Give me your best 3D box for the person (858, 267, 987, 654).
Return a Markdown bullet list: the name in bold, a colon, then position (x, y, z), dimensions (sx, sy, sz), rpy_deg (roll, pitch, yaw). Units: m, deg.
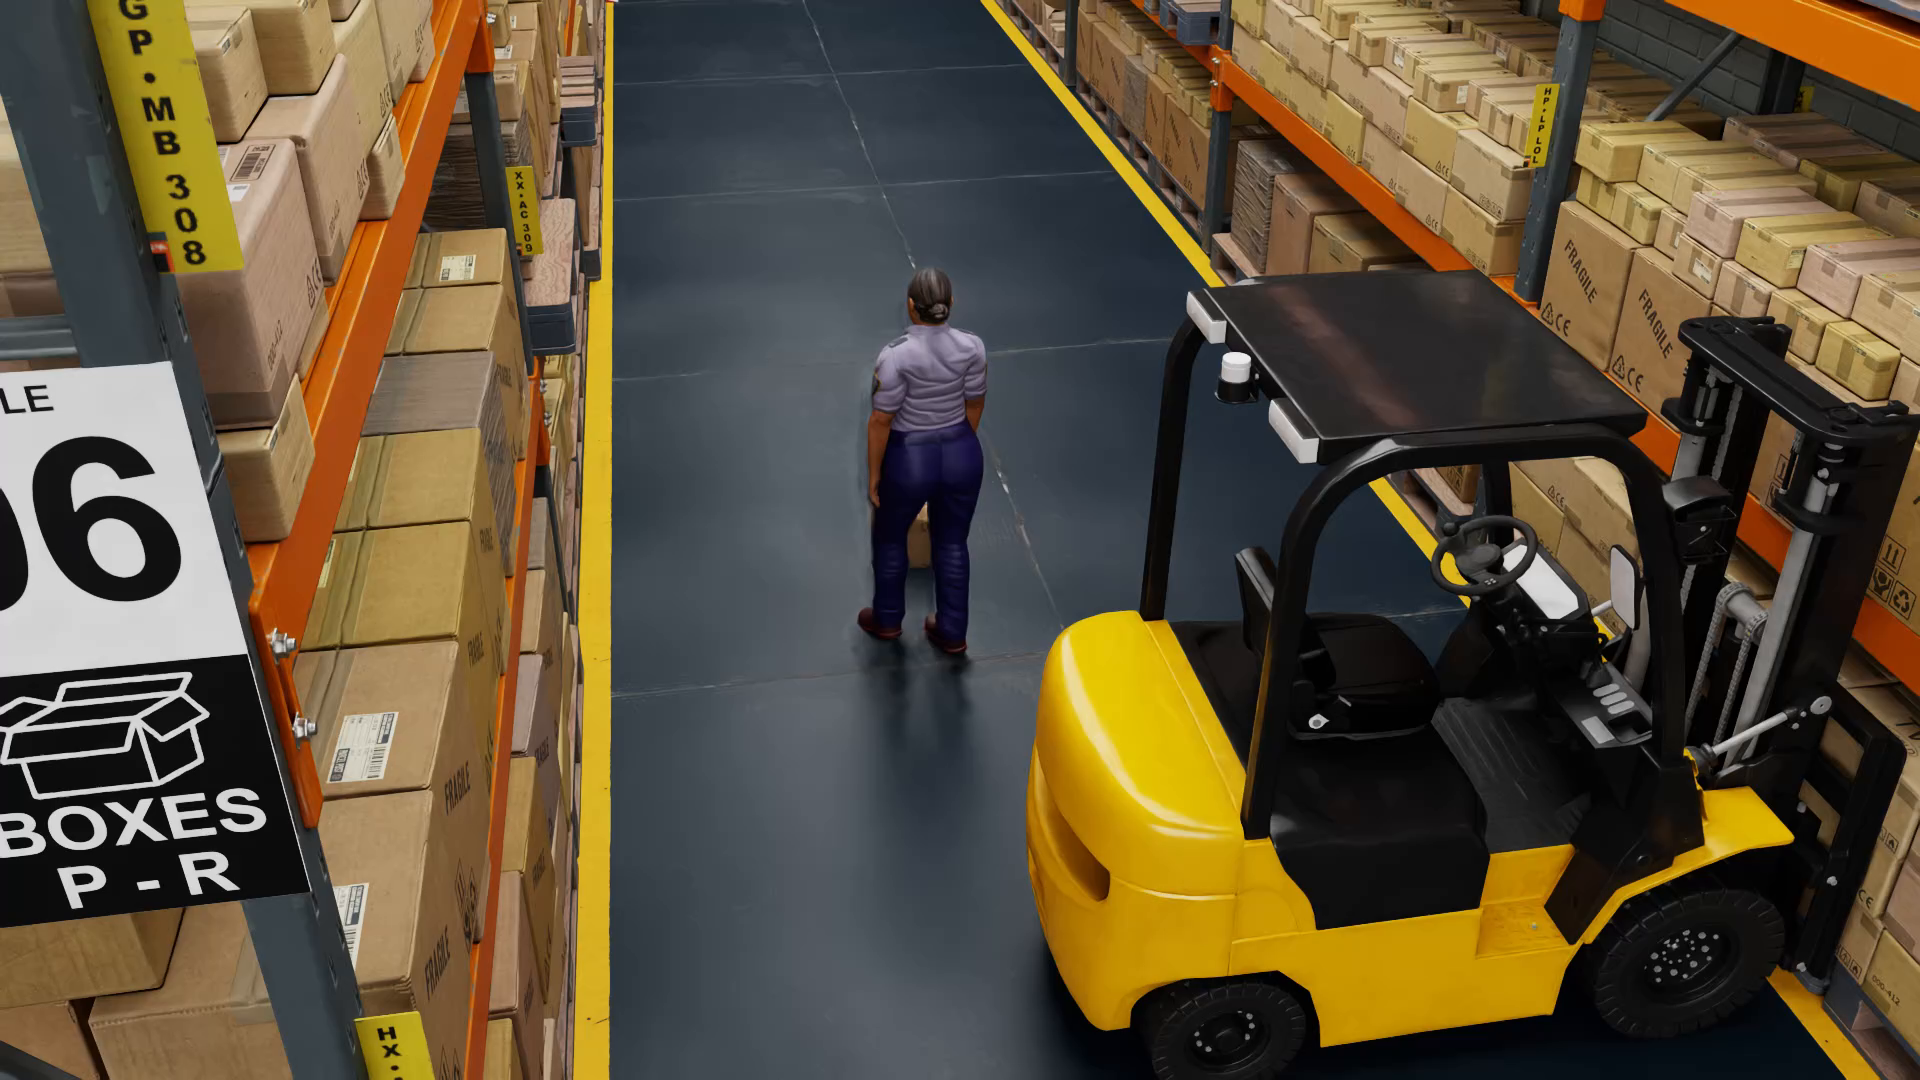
- **person**: position (-0.154, -0.307, 6.657), dimensions (0.497, 1.671, 0.500), rpy_deg (-12, 33, -19)
